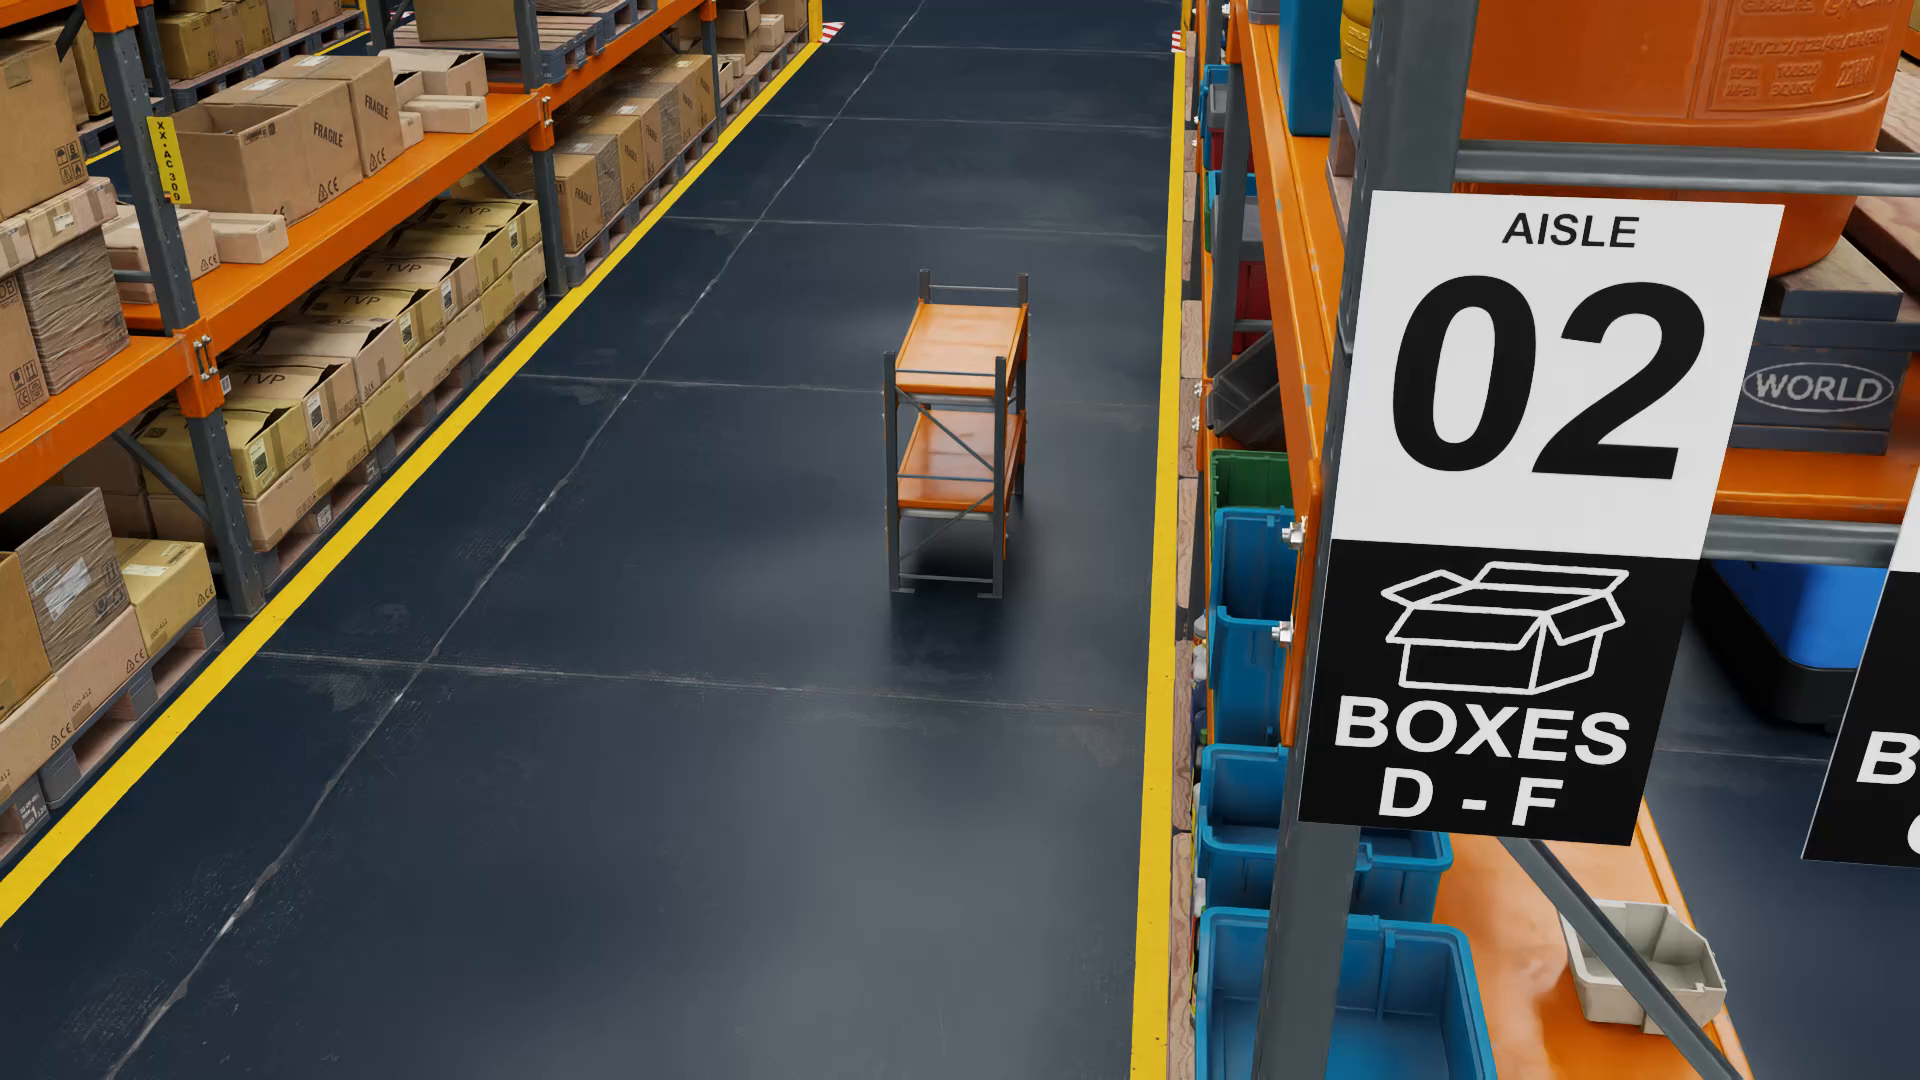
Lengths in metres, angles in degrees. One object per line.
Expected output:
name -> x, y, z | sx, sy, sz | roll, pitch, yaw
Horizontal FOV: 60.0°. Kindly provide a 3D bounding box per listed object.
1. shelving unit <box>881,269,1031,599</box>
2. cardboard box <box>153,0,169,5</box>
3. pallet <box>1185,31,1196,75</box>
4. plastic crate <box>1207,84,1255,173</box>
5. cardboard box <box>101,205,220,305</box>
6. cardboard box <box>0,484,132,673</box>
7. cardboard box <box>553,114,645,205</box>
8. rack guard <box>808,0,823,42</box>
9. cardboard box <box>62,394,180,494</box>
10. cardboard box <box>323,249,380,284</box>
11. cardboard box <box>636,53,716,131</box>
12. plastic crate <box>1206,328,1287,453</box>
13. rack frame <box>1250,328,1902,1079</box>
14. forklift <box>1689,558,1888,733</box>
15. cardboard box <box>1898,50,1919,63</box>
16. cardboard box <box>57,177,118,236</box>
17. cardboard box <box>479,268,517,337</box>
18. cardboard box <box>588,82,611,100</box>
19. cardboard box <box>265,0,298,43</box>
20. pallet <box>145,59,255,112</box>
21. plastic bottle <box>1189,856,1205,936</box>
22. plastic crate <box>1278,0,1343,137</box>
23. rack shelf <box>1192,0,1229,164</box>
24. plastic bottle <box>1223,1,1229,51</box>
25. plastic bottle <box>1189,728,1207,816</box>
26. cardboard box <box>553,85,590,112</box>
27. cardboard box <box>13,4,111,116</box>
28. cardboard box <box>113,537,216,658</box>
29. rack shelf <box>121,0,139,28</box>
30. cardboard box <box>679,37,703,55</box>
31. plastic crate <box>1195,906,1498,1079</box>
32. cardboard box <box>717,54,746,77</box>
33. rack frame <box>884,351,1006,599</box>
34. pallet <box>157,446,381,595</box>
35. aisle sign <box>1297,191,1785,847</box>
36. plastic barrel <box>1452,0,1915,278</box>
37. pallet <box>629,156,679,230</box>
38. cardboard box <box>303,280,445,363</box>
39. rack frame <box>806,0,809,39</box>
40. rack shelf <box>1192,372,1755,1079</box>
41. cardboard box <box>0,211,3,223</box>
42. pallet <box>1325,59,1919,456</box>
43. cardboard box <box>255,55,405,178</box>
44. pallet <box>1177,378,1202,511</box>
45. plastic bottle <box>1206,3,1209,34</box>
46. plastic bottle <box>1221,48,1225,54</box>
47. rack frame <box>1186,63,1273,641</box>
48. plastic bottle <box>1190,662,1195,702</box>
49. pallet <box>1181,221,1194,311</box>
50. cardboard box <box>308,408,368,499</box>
shelving unit -> 0.001, -0.498, 7.489 | 0.538, 1.125, 1.048 | 3, 28, 6
cardboard box -> -7.377, -5.119, 15.599 | 0.380, 0.149, 0.250 | 2, 28, 5
pallet -> 2.733, -4.781, 16.402 | 1.003, 0.211, 1.213 | 3, 28, 6
plastic crate -> 1.391, -1.914, 8.073 | 0.402, 0.464, 0.583 | 3, 28, 6
cardboard box -> -3.496, -1.204, 6.981 | 0.500, 0.250, 0.500 | 5, 29, 9
cardboard box -> -3.426, 0.125, 6.020 | 0.500, 0.500, 0.500 | 3, 28, 6
cardboard box -> -2.559, -2.692, 11.756 | 0.500, 0.500, 0.500 | 3, 28, 6
rack guard -> -2.052, -5.548, 17.521 | 1.175, 0.500, 0.348 | 3, 28, 6
cardboard box -> -3.748, -0.464, 7.314 | 0.500, 0.311, 0.500 | 3, 28, 6
cardboard box -> -3.499, -1.423, 9.093 | 0.500, 0.311, 0.500 | 3, 28, 5
cardboard box -> -2.309, -3.646, 13.526 | 0.500, 0.500, 0.500 | 3, 28, 6
plastic crate -> 1.212, -0.480, 5.544 | 0.767, 0.338, 0.504 | 3, 28, 6
rack frame -> 0.912, 1.137, 2.478 | 1.000, 3.000, 0.127 | 3, 28, 6
forklift -> 4.623, -0.770, 6.090 | 3.031, 2.935, 1.130 | 0, 28, 1
cardboard box -> 7.240, -3.171, 12.271 | 1.225, 0.875, 0.875 | 3, 29, 6
cardboard box -> -3.334, -1.225, 6.072 | 0.380, 0.149, 0.250 | 3, 28, 6
cardboard box -> -2.905, -1.388, 9.621 | 0.500, 0.250, 0.500 | 3, 28, 6
cardboard box -> -2.957, -3.195, 12.689 | 0.500, 0.500, 0.500 | 4, 29, 7
cardboard box -> -7.068, -5.247, 16.520 | 0.700, 0.500, 0.500 | 2, 28, 5
pallet -> -7.279, -4.213, 15.348 | 1.003, 0.211, 1.213 | 3, 28, 6
plastic bottle -> 0.777, 1.070, 5.010 | 0.152, 0.276, 0.135 | 3, 28, 5
plastic crate -> 0.847, -1.092, 3.469 | 0.392, 0.384, 0.575 | 3, 28, 6
rack shelf -> 2.138, -3.254, 11.386 | 1.077, 0.370, 4.000 | 3, 28, 6
plastic bottle -> 1.720, -3.433, 11.012 | 0.144, 0.351, 0.185 | 3, 28, 6
plastic bottle -> 0.807, 0.776, 5.547 | 0.061, 0.283, 0.133 | 5, 29, 8
cardboard box -> -3.017, -3.305, 12.102 | 0.500, 0.250, 0.500 | 3, 28, 5
cardboard box -> -7.400, -4.013, 13.859 | 0.750, 0.750, 0.750 | 4, 29, 7
cardboard box -> -3.353, 0.221, 6.634 | 0.500, 0.250, 0.500 | 3, 28, 6
rack shelf -> -3.268, -2.981, 7.717 | 1.077, 0.370, 4.000 | 3, 28, 6
cardboard box -> -2.653, -4.449, 15.217 | 0.500, 0.311, 0.500 | 3, 28, 6
plastic crate -> 0.677, 0.949, 2.983 | 0.499, 0.251, 0.616 | 3, 28, 6
cardboard box -> -2.171, -4.341, 15.168 | 0.380, 0.166, 0.250 | 3, 28, 6
rack frame -> -0.061, -0.259, 7.045 | 0.500, 1.125, 0.032 | 3, 28, 6
pallet -> -3.462, -0.157, 7.819 | 1.003, 0.211, 1.213 | 3, 28, 6
aisle sign -> 0.609, 0.009, 1.830 | 0.394, 0.787, 0.004 | 3, 28, 6
plastic barrel -> 0.846, -0.794, 2.003 | 0.600, 0.830, 0.708 | 3, 28, 6
pallet -> -2.742, -2.613, 12.378 | 1.003, 0.211, 1.213 | 3, 28, 6
cardboard box -> -3.028, -1.161, 8.607 | 0.500, 0.311, 0.500 | 4, 29, 8
rack frame -> -2.043, -6.684, 16.995 | 1.000, 3.000, 0.127 | 3, 28, 6
rack shelf -> 1.157, 0.512, 4.396 | 1.077, 0.370, 4.000 | 3, 28, 6
cardboard box -> -3.622, -1.204, 5.349 | 0.700, 0.500, 0.500 | 3, 28, 6
pallet -> 1.111, -0.485, 2.523 | 1.003, 0.211, 1.213 | 3, 28, 6
cardboard box -> -3.212, -2.172, 8.514 | 0.500, 0.500, 0.500 | 2, 28, 3
pallet -> 1.607, -0.466, 8.393 | 1.003, 0.211, 1.213 | 3, 28, 6
plastic bottle -> 1.753, -3.616, 11.435 | 0.097, 0.271, 0.097 | 0, 28, 0
plastic bottle -> 1.591, -2.965, 10.300 | 0.097, 0.201, 0.097 | 0, 28, 0
rack frame -> 1.402, -0.746, 5.973 | 1.000, 3.000, 0.127 | 3, 28, 6
plastic bottle -> 0.903, 0.512, 6.123 | 0.097, 0.201, 0.097 | 0, 28, 0
pallet -> 1.948, -1.775, 10.822 | 1.003, 0.211, 1.213 | 3, 28, 6
cardboard box -> -3.154, -0.426, 7.835 | 0.500, 0.250, 0.500 | 4, 29, 7
